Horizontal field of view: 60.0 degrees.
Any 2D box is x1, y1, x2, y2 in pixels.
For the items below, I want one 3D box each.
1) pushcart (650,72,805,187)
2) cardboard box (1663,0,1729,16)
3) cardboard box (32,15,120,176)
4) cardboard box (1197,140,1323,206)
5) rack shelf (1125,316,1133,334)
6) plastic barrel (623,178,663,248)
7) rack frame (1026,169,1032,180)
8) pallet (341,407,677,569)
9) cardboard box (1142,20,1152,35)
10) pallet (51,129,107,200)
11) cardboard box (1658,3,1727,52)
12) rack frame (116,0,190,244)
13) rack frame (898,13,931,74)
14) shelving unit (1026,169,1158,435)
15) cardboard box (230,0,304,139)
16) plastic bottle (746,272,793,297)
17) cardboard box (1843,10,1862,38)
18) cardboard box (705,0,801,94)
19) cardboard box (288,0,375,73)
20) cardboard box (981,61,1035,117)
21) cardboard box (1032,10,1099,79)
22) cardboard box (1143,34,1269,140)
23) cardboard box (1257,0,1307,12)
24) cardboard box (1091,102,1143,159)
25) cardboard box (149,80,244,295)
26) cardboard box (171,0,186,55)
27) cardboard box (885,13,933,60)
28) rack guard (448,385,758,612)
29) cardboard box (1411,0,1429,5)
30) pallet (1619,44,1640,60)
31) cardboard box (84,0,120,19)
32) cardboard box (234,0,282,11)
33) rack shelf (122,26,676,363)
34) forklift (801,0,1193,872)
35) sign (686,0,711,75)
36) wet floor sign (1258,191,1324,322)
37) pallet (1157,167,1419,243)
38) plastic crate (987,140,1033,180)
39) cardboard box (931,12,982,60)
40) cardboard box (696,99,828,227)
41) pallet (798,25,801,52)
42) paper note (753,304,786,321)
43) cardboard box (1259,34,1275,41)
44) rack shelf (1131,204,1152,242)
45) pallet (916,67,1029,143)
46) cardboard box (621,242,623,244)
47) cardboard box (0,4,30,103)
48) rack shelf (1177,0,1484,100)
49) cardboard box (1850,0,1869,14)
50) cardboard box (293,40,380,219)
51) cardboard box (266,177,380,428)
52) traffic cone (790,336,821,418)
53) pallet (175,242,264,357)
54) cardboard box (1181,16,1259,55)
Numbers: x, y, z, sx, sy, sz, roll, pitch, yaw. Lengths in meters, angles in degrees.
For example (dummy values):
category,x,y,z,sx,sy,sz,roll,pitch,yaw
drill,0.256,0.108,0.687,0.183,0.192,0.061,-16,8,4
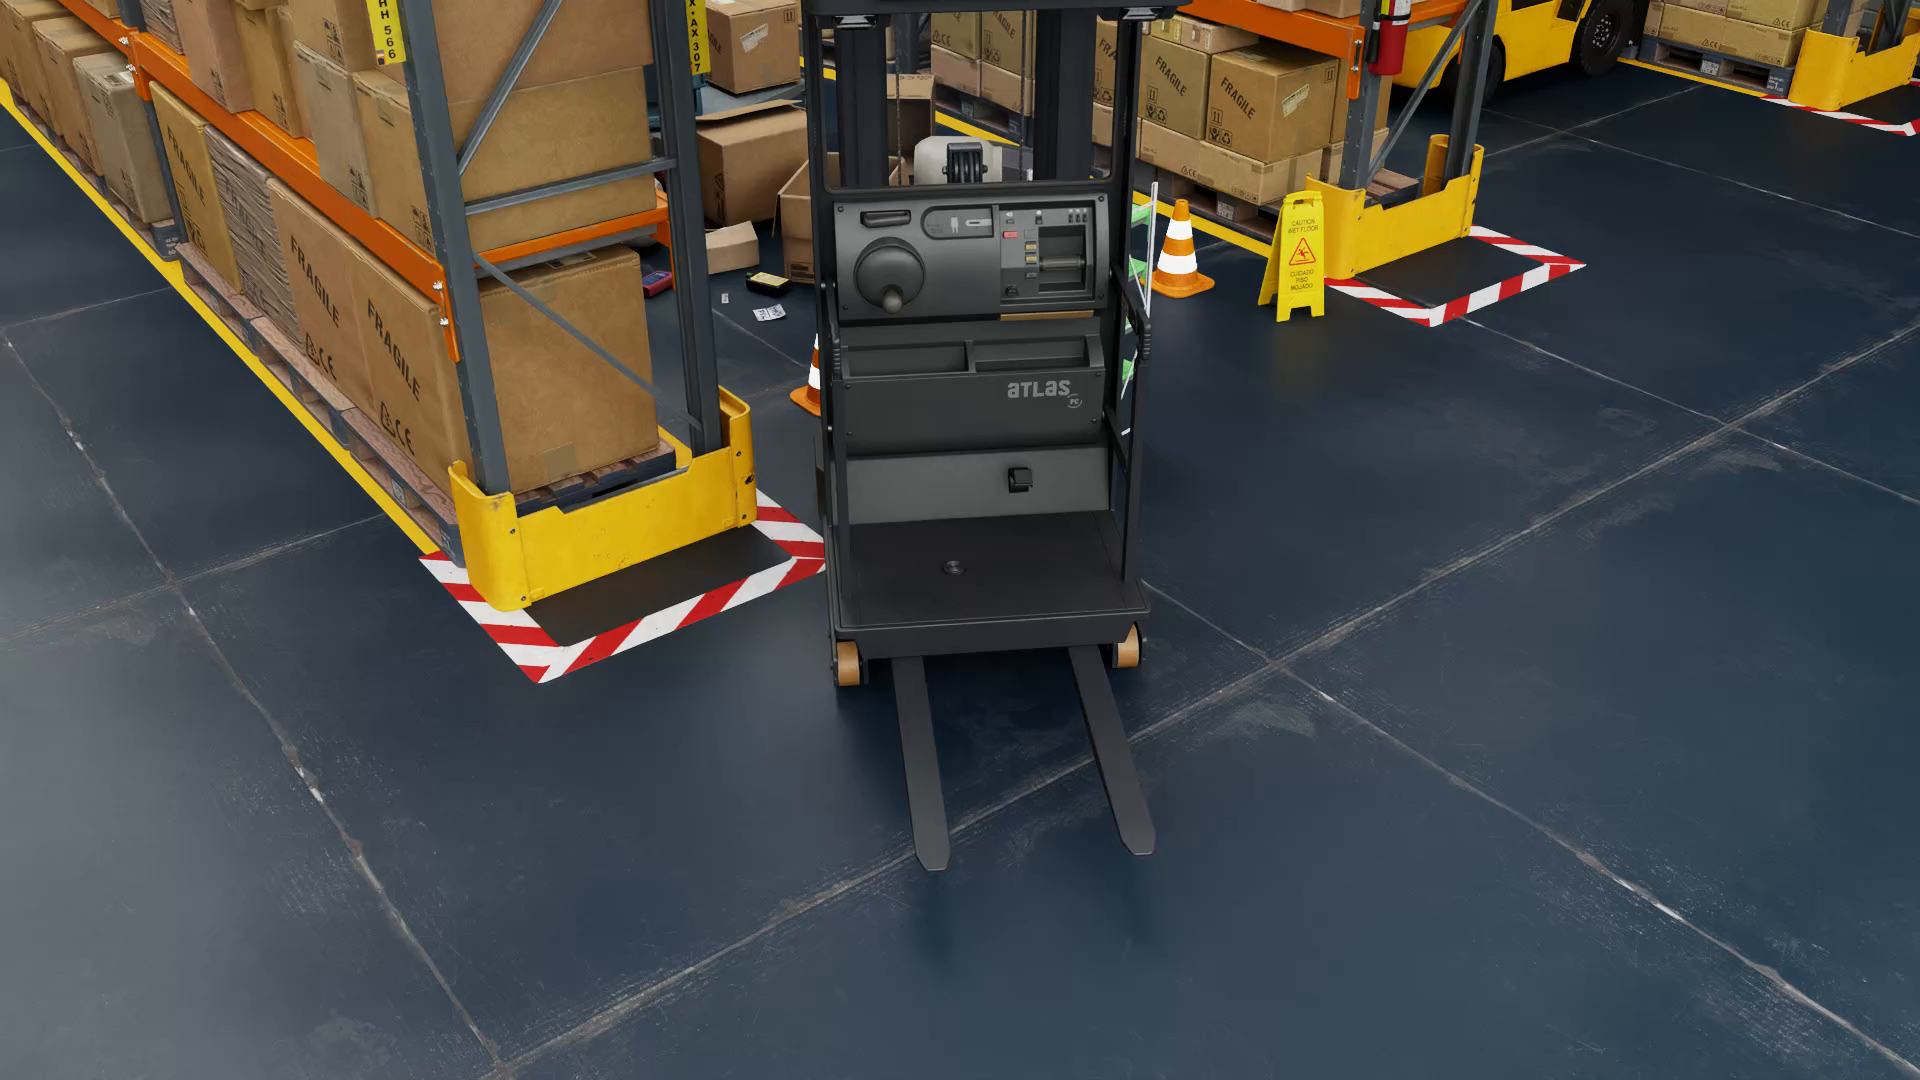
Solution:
category,x,y,z,sx,sy,sz,roll,pitch,yaw
pushcart,-1.769,-2.696,10.733,0.936,0.377,1.648,18,36,27
cardboard box,5.528,-4.046,12.155,0.500,0.250,0.500,-23,38,-32
cardboard box,-4.887,-2.780,10.118,1.050,0.750,0.750,-22,38,-31
cardboard box,1.731,-2.171,9.611,0.500,0.250,0.500,-22,38,-32
rack shelf,0.546,-0.946,7.258,0.480,0.148,0.258,25,40,34
plastic barrel,-1.940,-1.854,9.334,0.512,0.421,0.421,1,32,2
rack frame,0.363,-1.086,7.361,0.015,1.200,0.240,25,40,34
pallet,-1.946,-0.381,7.163,1.003,0.211,1.213,-22,38,-31
cardboard box,1.166,-3.103,9.785,0.380,0.149,0.250,-21,37,-29
pallet,-5.132,-2.546,10.649,1.003,0.211,1.213,-22,38,-31
cardboard box,5.537,-3.823,12.270,0.500,0.250,0.500,-22,38,-31
rack frame,-3.847,-2.925,8.616,1.000,3.000,0.127,-22,38,-31
rack frame,0.001,-4.568,11.262,1.000,3.000,0.127,-22,38,-31
shelving unit,0.546,-1.001,7.224,0.503,1.200,0.258,25,40,34
cardboard box,-2.614,-2.165,7.251,0.875,0.550,0.500,-22,38,-31
plastic bottle,-1.049,-1.376,8.908,0.283,0.061,0.133,18,36,27
cardboard box,6.226,-3.787,12.213,0.500,0.250,0.500,-22,38,-31
cardboard box,-1.387,-3.240,10.775,0.500,0.500,0.500,-22,38,-31
cardboard box,-2.001,-2.147,6.198,0.875,0.550,0.550,-22,38,-31
cardboard box,0.486,-3.027,10.988,0.500,0.250,0.500,-20,37,-29
cardboard box,0.804,-3.128,10.441,0.500,0.500,0.500,-20,37,-29
cardboard box,1.434,-2.696,9.745,0.500,0.500,0.500,-21,37,-30
cardboard box,1.812,-2.951,8.896,0.380,0.149,0.250,-23,38,-32
cardboard box,1.109,-2.596,10.295,0.500,0.250,0.500,-24,39,-33
cardboard box,-3.517,-1.916,8.607,0.875,0.875,0.875,-22,38,-31
cardboard box,-3.256,-2.617,7.978,0.875,0.550,0.550,-22,38,-31
cardboard box,-0.323,-3.848,12.196,0.950,0.372,0.625,-22,38,-31
rack guard,-1.380,-0.186,6.575,1.175,0.500,0.348,-22,38,-31
cardboard box,2.409,-3.003,8.980,0.380,0.149,0.250,-22,38,-31
pallet,5.126,-4.138,13.212,1.003,0.211,1.213,-22,38,-31
cardboard box,-4.378,-3.098,8.801,0.500,0.500,0.500,-23,38,-32
cardboard box,-2.665,-2.603,6.932,0.875,0.550,0.500,-22,38,-31
rack shelf,-2.621,-1.786,7.464,1.077,0.370,4.000,-22,38,-31
forklift,0.068,-0.916,5.447,1.130,2.935,3.031,-3,32,-5
sign,-0.952,-1.836,5.968,0.100,0.325,0.005,-22,38,-31
wet floor sign,1.725,-1.476,8.515,0.267,0.644,0.232,-10,33,-15
pallet,1.937,-2.098,9.929,1.003,0.211,1.213,-22,38,-31
plastic crate,0.316,-2.408,10.552,0.583,0.080,0.402,18,36,27
cardboard box,0.149,-3.564,11.143,0.500,0.500,0.500,-20,37,-29
cardboard box,-1.203,-2.198,9.684,0.797,0.637,0.503,-22,38,-31
pallet,-1.230,-4.217,13.339,1.003,0.211,1.213,-22,38,-31
paper note,-0.989,-1.181,8.624,0.144,0.017,0.142,-10,33,-15
cardboard box,1.838,-2.882,10.045,0.500,0.500,0.500,-24,39,-33
rack shelf,0.546,-1.354,7.004,0.480,0.148,0.258,25,40,34
pallet,0.441,-3.115,11.566,1.003,0.211,1.213,-22,38,-31
cardboard box,-2.085,-1.549,8.768,0.500,0.500,0.500,-16,35,-23
cardboard box,-5.998,-3.532,11.327,1.050,0.750,0.750,-23,38,-32
rack shelf,1.227,-3.429,10.110,1.077,0.370,4.000,-22,38,-31
cardboard box,6.248,-3.995,12.073,0.500,0.250,0.500,-21,38,-31
cardboard box,-2.012,-1.684,6.475,0.875,0.550,0.550,-22,38,-31
cardboard box,-2.404,-1.161,7.392,0.875,0.875,0.875,-23,39,-32
traffic cone,-0.598,-0.861,7.697,0.336,0.463,0.334,-22,38,-31
pallet,-3.443,-1.398,8.801,1.003,0.211,1.213,-22,38,-31
cardboard box,1.478,-2.887,9.437,0.380,0.149,0.250,-21,38,-30
